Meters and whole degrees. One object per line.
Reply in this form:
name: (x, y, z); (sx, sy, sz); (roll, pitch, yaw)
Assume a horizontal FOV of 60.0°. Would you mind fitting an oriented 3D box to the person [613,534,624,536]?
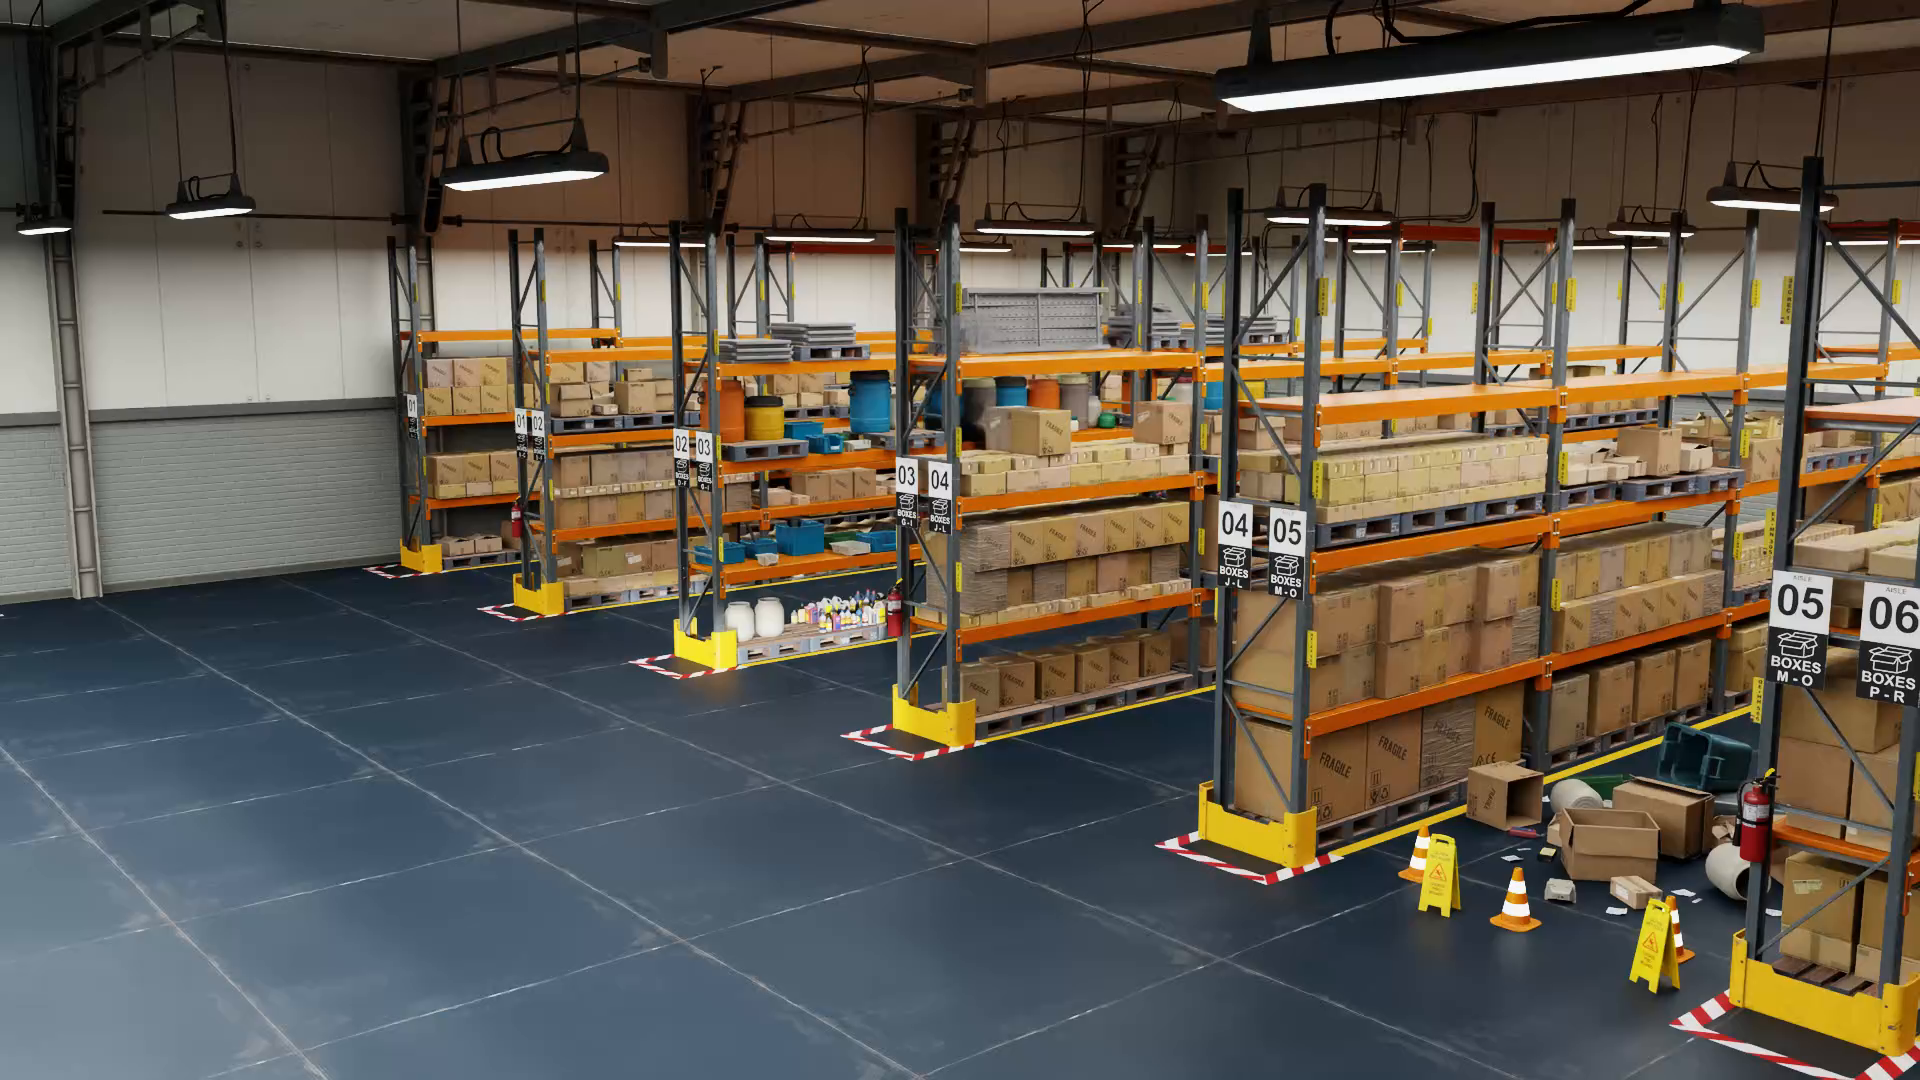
person: (-5.994, -0.144, 29.185); (0.887, 1.696, 0.529); (-7, 11, -38)
